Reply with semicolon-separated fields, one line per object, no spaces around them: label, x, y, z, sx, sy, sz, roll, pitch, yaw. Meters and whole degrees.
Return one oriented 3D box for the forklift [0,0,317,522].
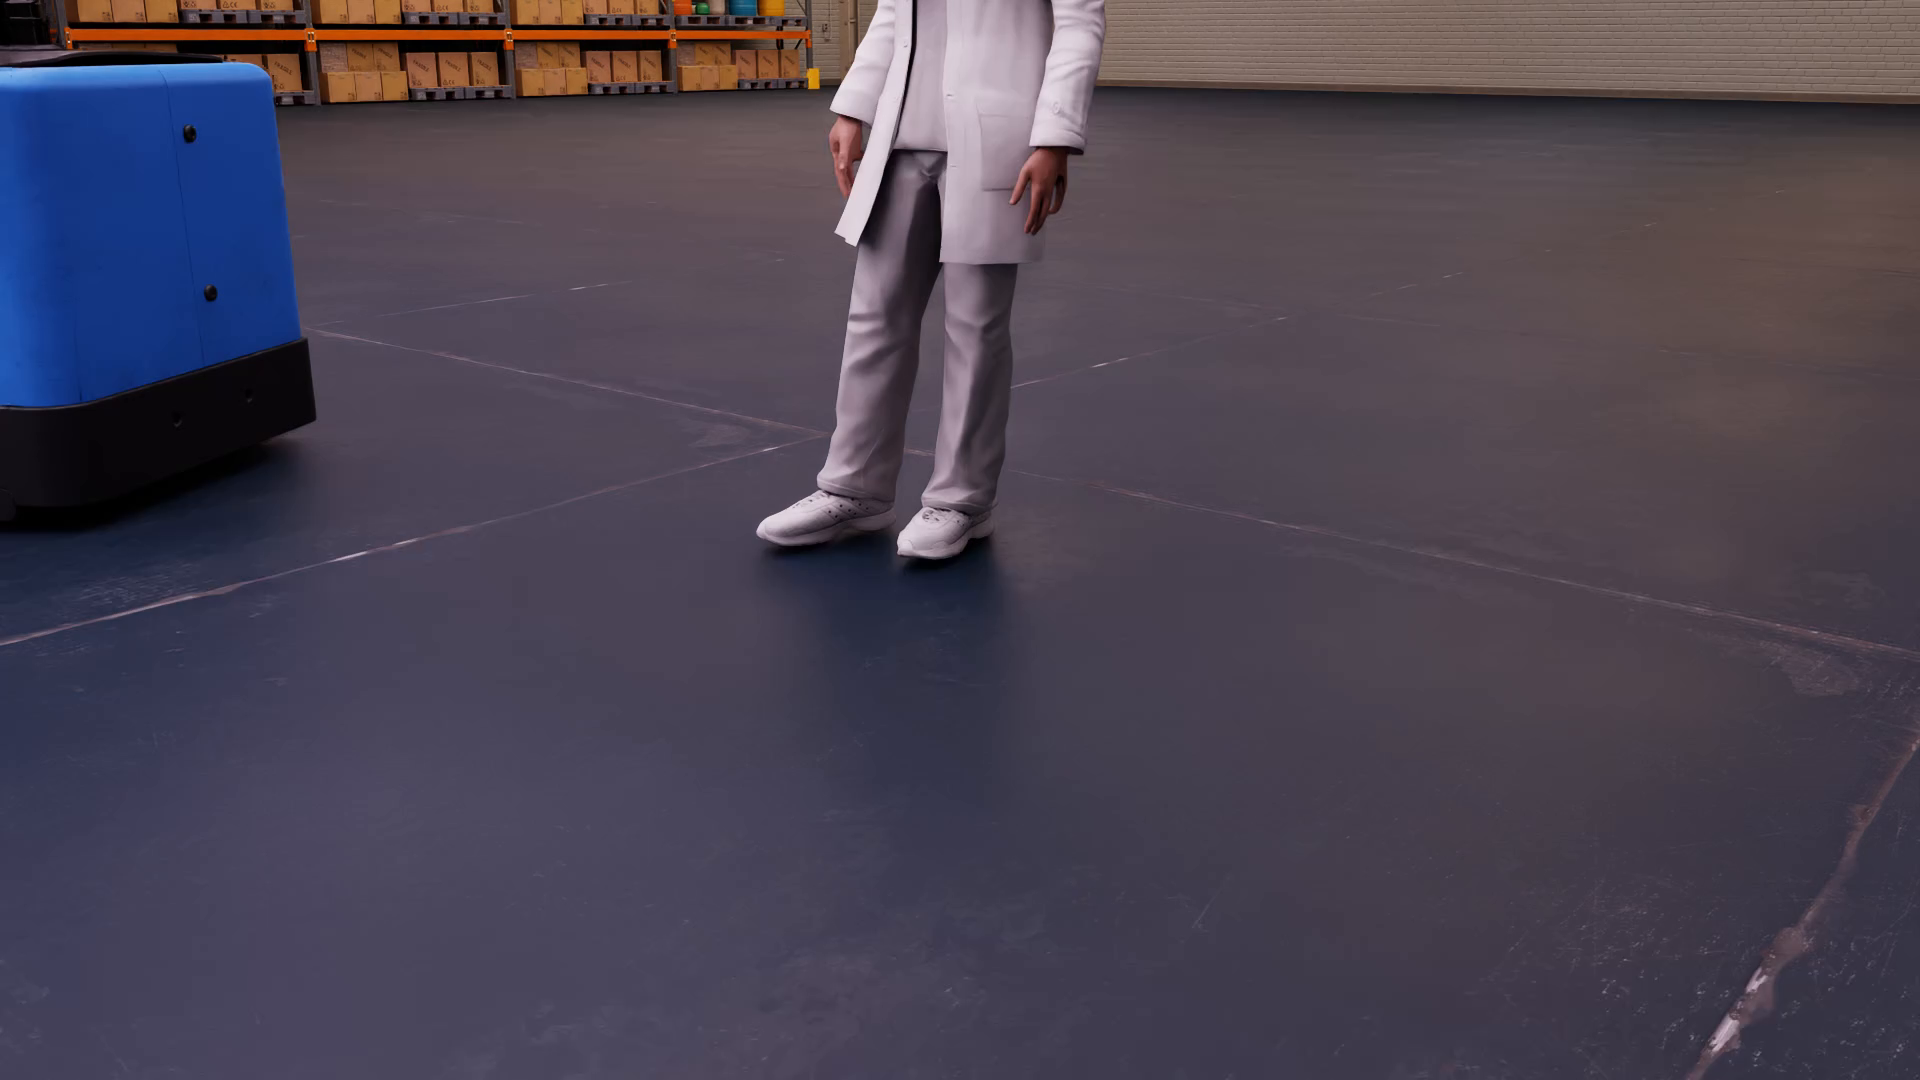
forklift;-3.446;-1.644;4.312;3.031;2.935;1.130;4;17;11

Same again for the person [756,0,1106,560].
person;-0.061;-0.838;3.616;0.698;1.777;0.578;13;21;37
